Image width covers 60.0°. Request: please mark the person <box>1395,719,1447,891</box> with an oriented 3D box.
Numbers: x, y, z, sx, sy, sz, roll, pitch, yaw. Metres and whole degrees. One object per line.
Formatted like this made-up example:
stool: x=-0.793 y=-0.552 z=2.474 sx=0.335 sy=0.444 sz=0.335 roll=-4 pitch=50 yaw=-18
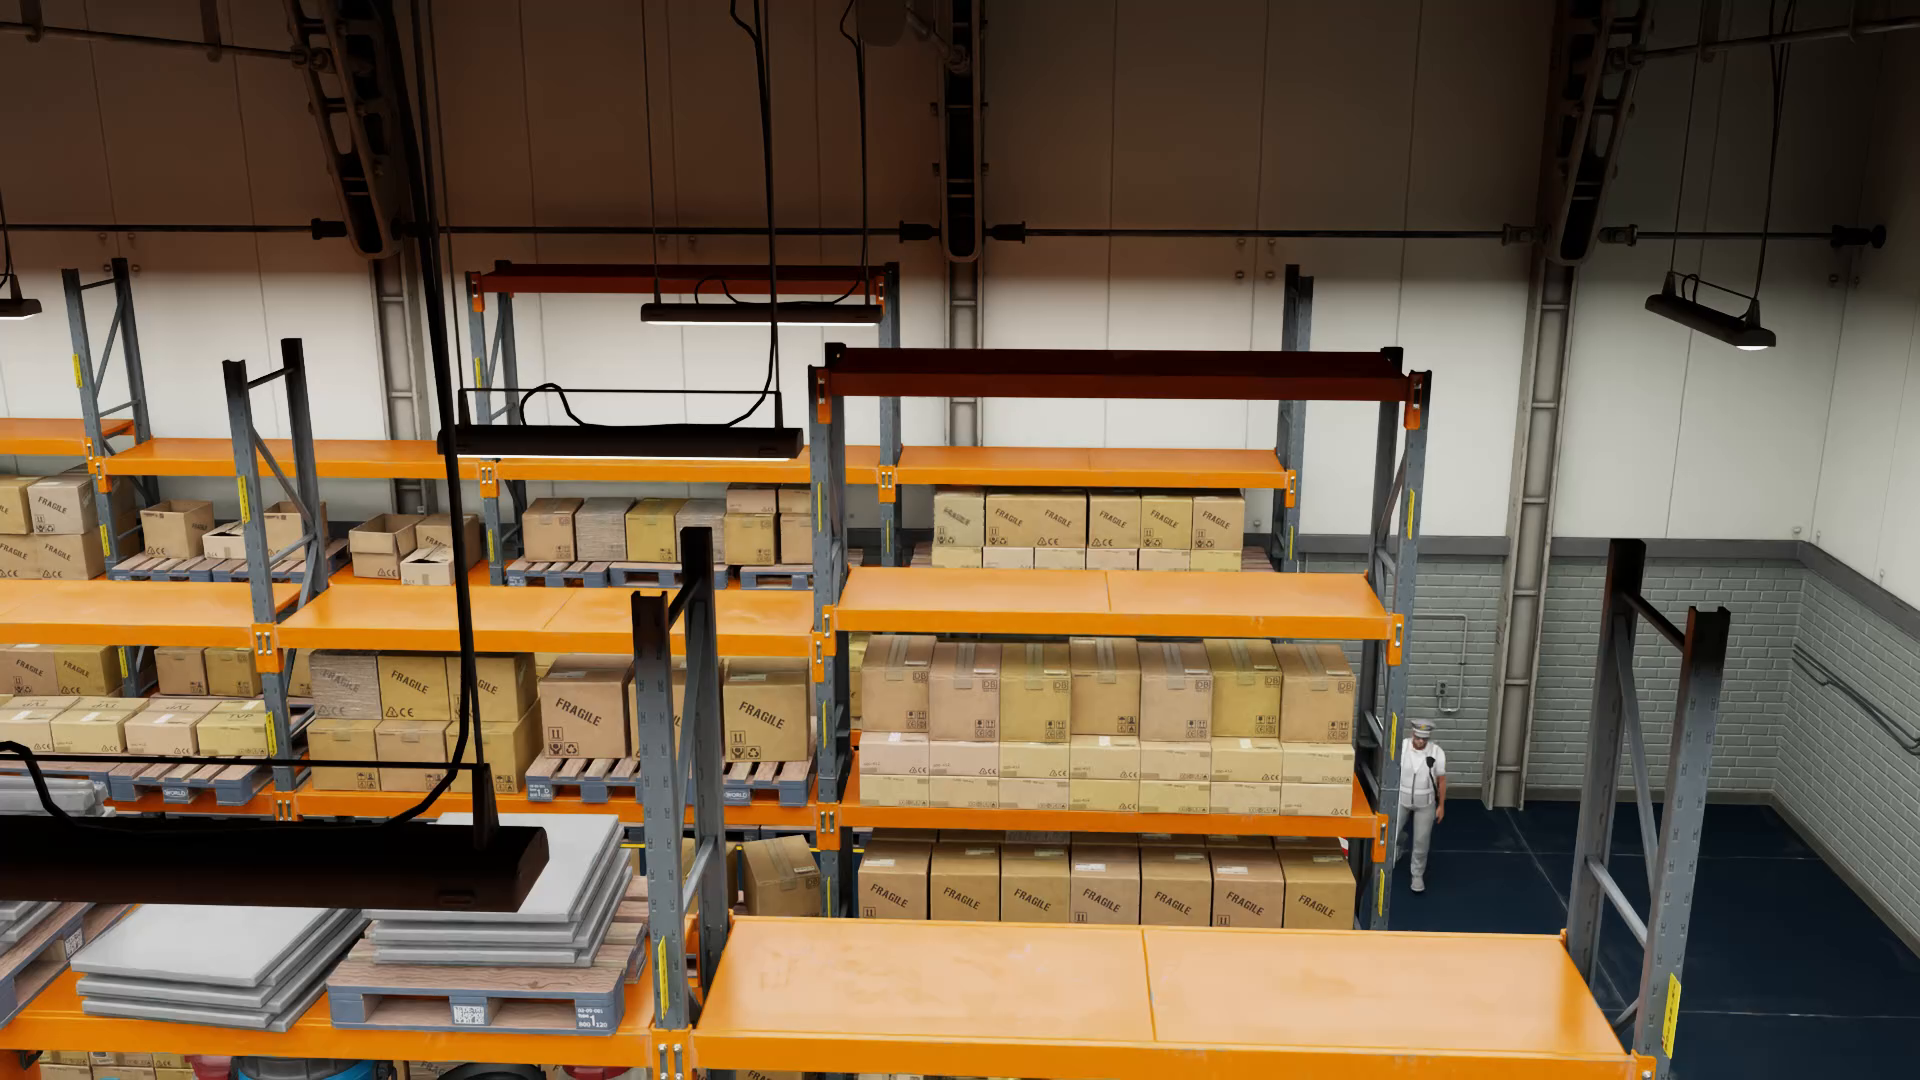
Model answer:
person: x=4.542 y=2.574 z=16.589 sx=0.588 sy=1.735 sz=0.640 roll=6 pitch=17 yaw=20
